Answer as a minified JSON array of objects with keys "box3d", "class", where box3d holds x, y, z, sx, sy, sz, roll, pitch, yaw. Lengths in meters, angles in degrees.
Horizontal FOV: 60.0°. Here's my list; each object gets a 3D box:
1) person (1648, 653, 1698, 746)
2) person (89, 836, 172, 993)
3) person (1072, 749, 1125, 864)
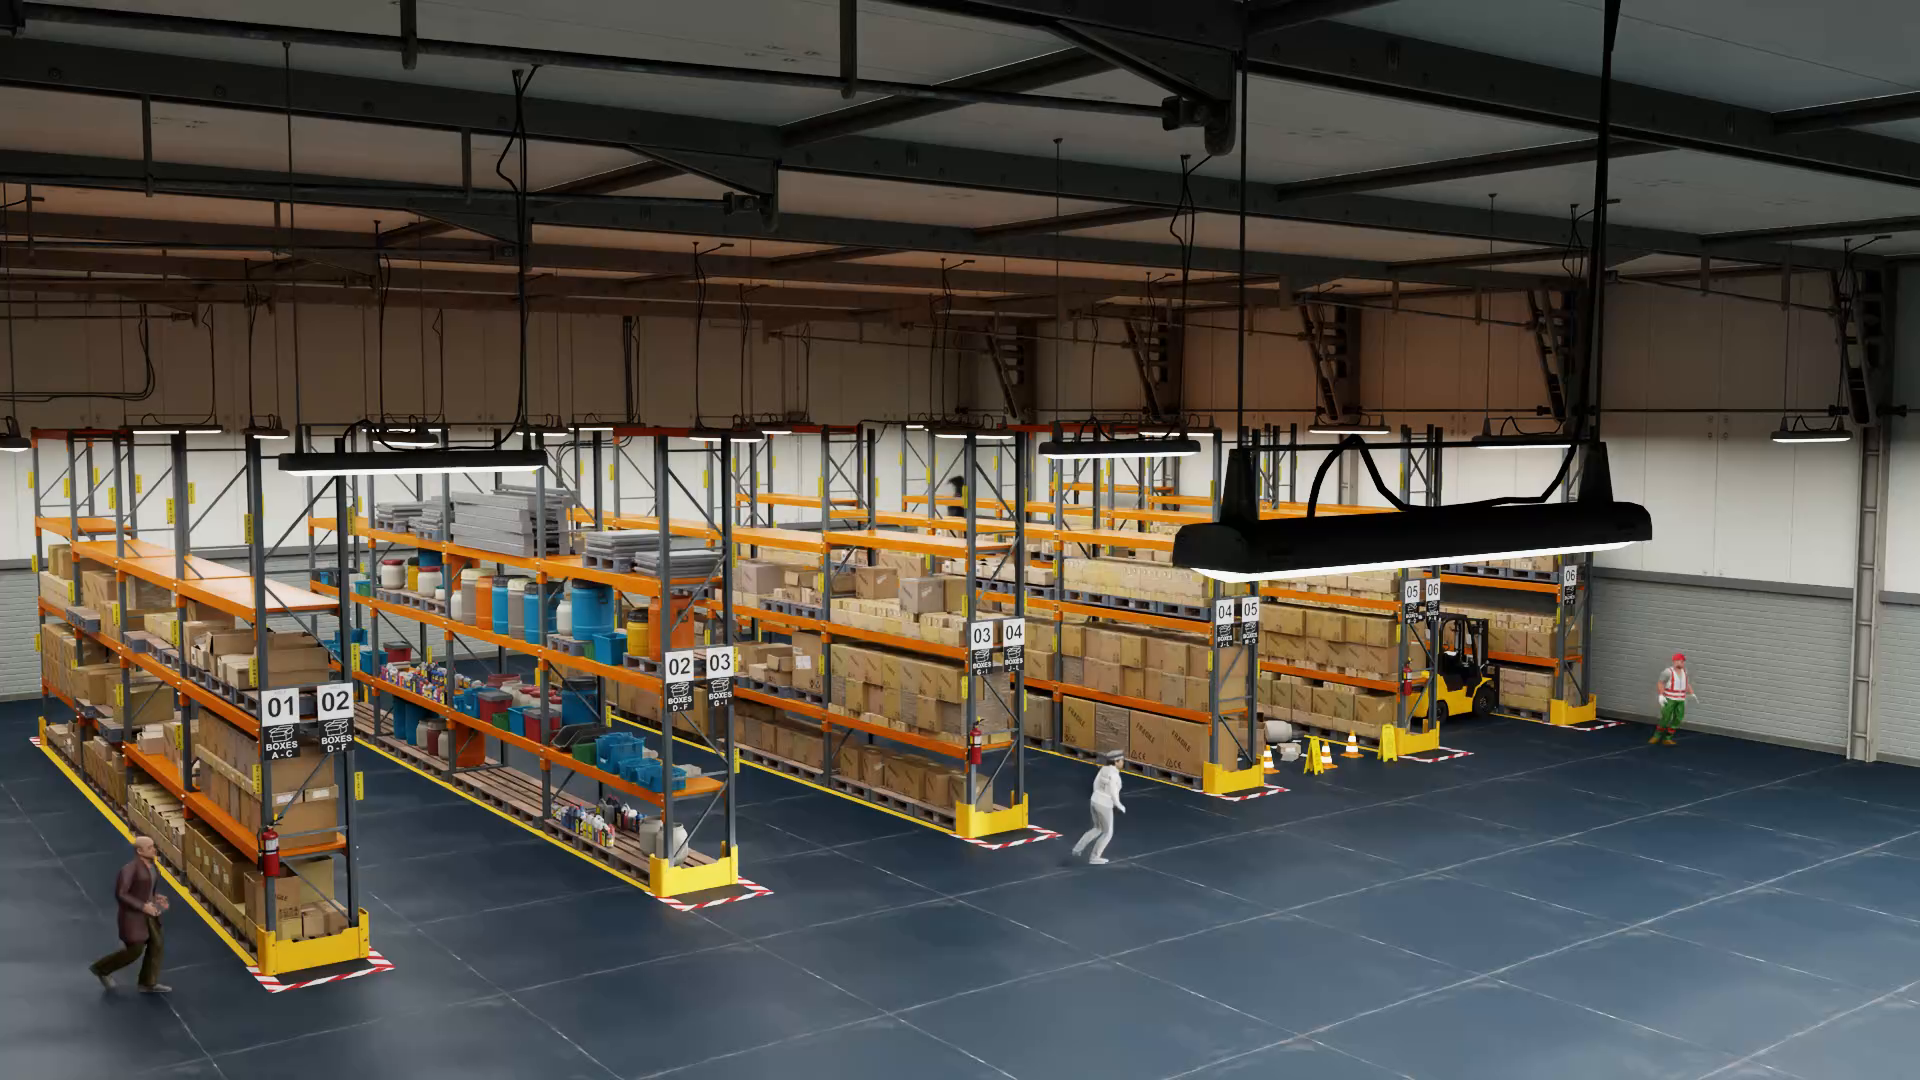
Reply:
[{"box3d":[13.387,3.002,31.219,0.765,1.753,0.590,-1,5,-17],"class":"person"},{"box3d":[-8.992,4.058,17.995,0.860,1.731,0.708,1,5,7],"class":"person"},{"box3d":[1.946,3.714,23.116,0.702,1.602,0.573,-2,5,-20],"class":"person"}]
